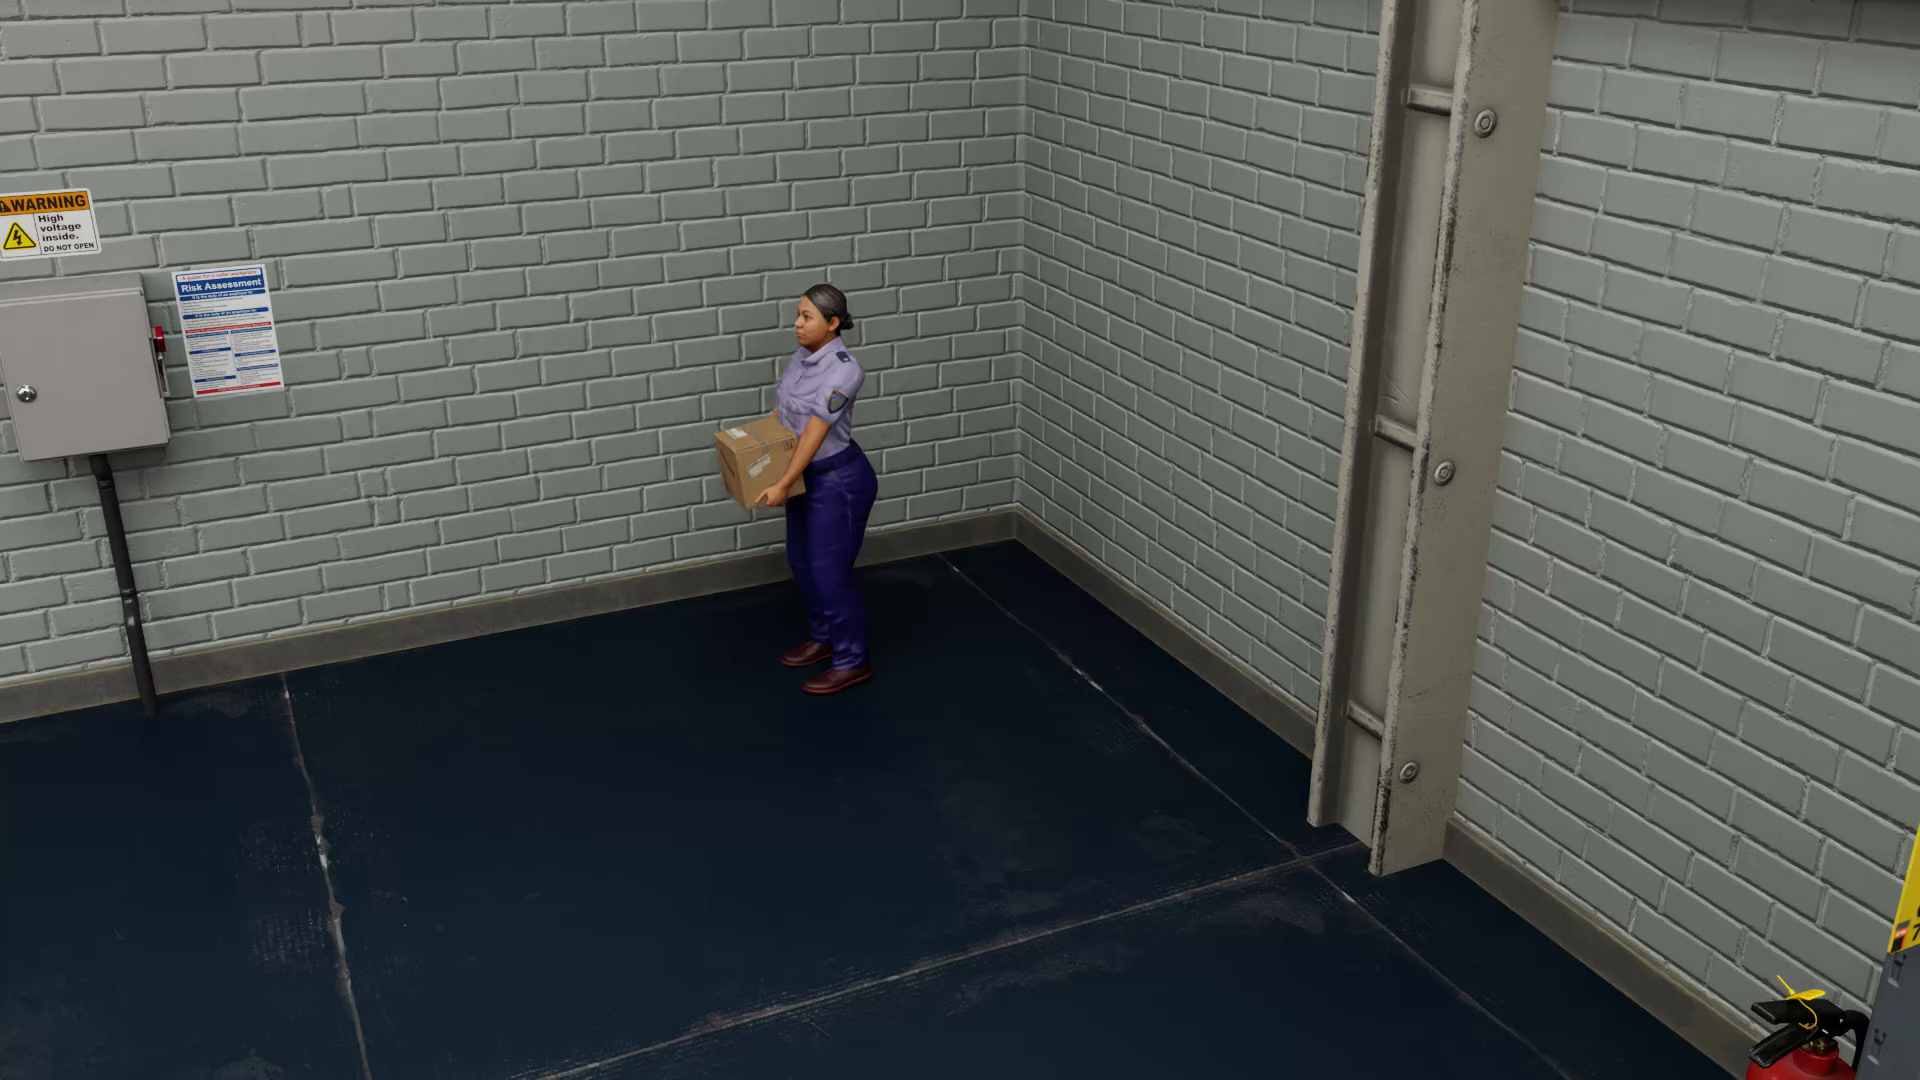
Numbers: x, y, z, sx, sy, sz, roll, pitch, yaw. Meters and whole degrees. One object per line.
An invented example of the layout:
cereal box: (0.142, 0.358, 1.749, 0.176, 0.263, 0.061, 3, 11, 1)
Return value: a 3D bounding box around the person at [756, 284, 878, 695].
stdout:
person: (-0.605, -0.191, 6.606, 0.525, 1.634, 0.435, -11, 25, -24)
